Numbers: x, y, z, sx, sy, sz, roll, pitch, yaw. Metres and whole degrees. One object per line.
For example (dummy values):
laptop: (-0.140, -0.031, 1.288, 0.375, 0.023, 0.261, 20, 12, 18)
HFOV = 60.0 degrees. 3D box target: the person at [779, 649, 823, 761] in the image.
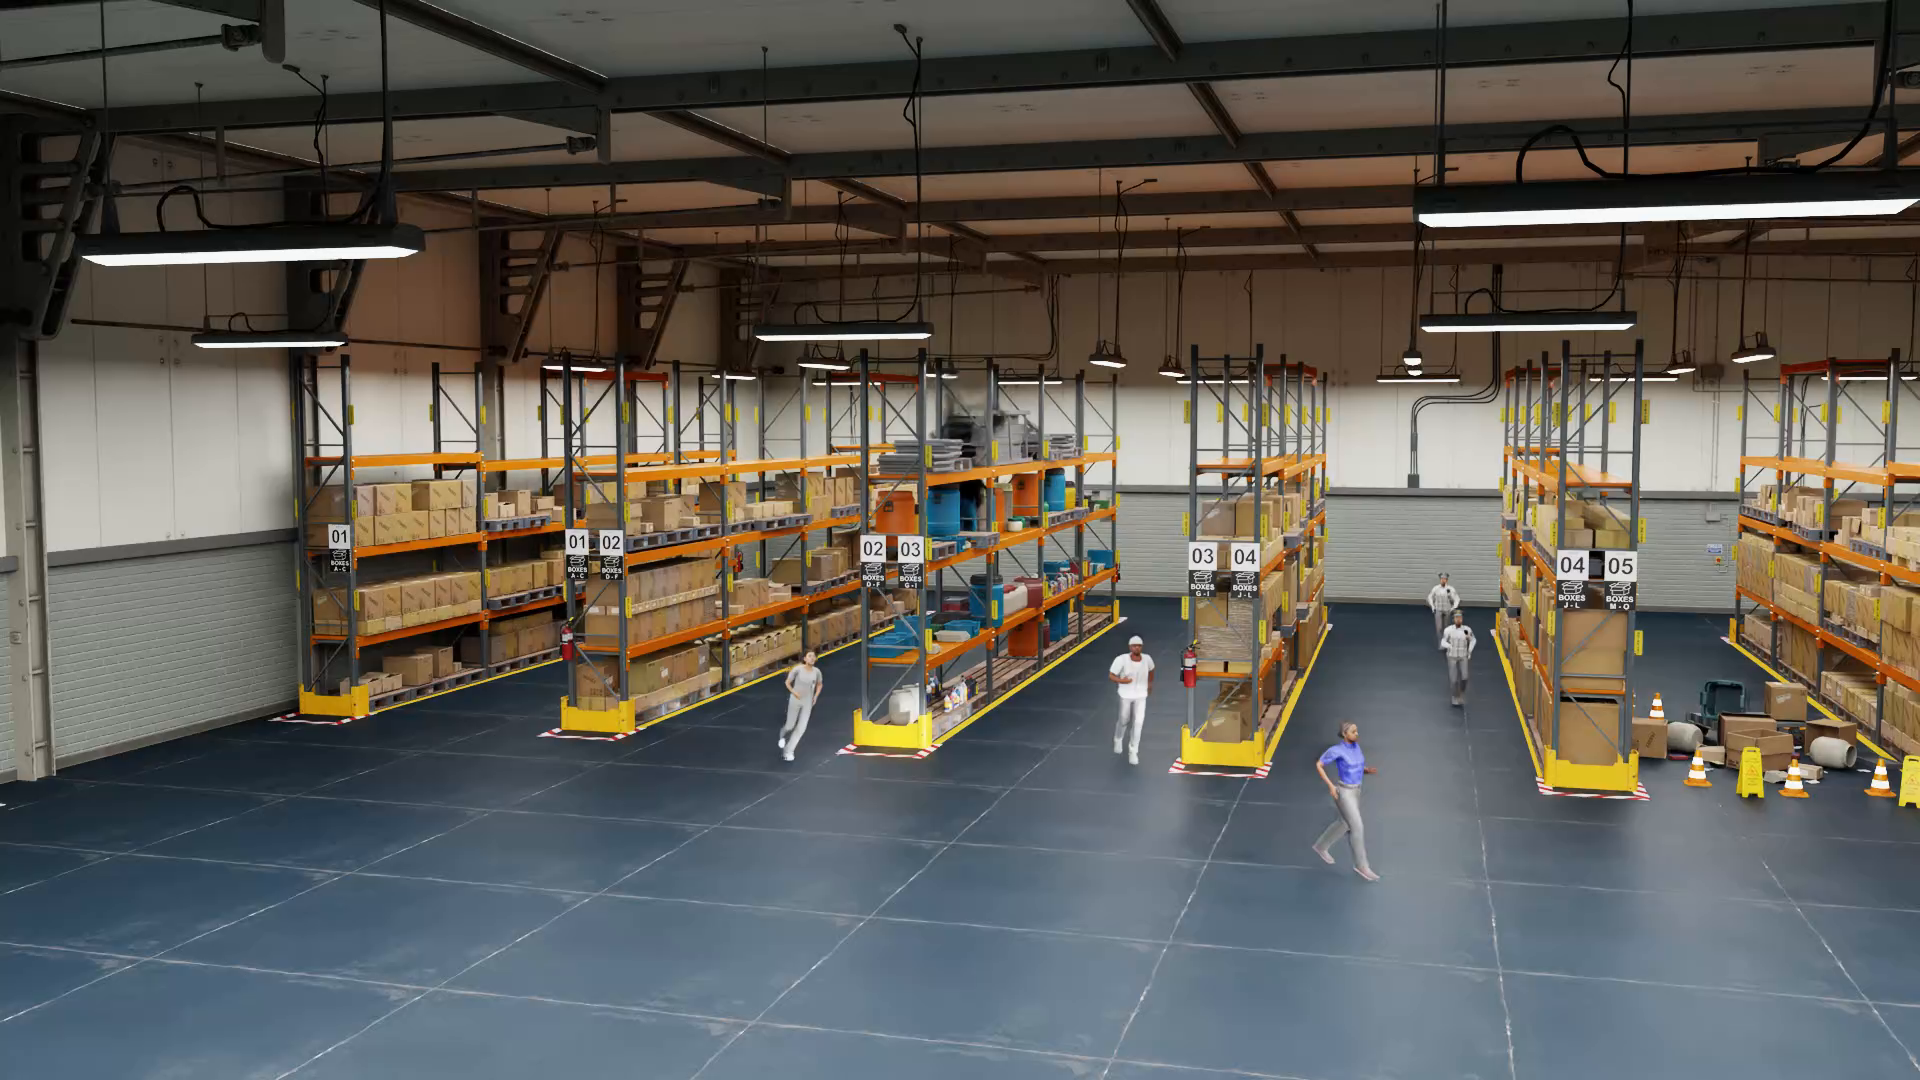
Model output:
person: (-2.322, 2.381, 24.432, 0.626, 1.596, 0.760, -1, 5, -18)

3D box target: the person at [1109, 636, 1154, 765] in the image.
person: (2.493, 2.272, 24.015, 0.717, 1.792, 0.873, 0, 4, -6)

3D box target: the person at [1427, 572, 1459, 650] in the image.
person: (10.346, 1.504, 35.609, 0.660, 1.650, 0.636, 1, 5, 19)

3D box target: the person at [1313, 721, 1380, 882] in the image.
person: (4.217, 2.803, 18.106, 0.867, 1.682, 0.562, 4, 6, 42)

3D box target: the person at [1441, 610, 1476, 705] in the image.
person: (8.568, 2.023, 28.553, 0.591, 1.651, 0.598, 1, 4, 13)
